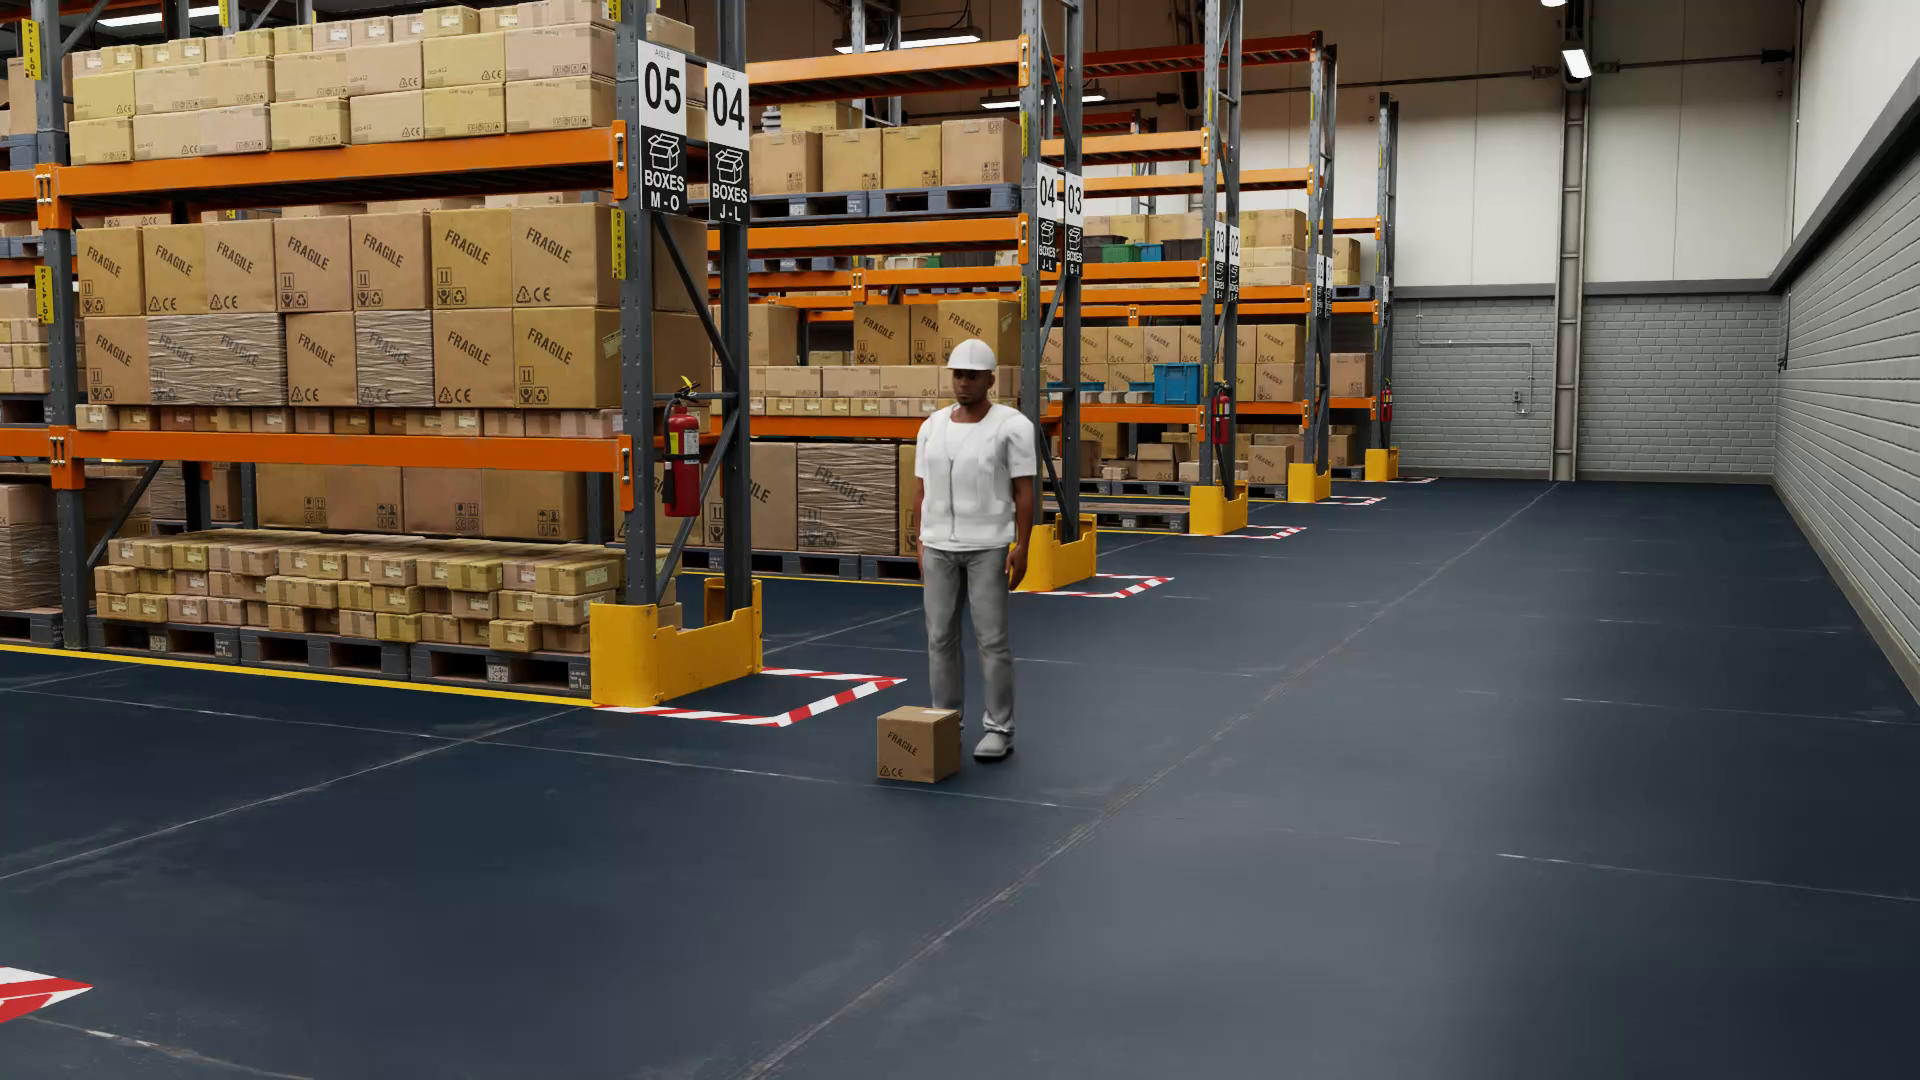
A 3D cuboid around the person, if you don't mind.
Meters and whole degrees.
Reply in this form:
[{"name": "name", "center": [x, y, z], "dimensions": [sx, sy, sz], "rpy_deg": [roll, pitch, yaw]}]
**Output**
[{"name": "person", "center": [0.043, 0.032, 7.095], "dimensions": [0.562, 1.763, 0.366], "rpy_deg": [3, 6, 25]}]
